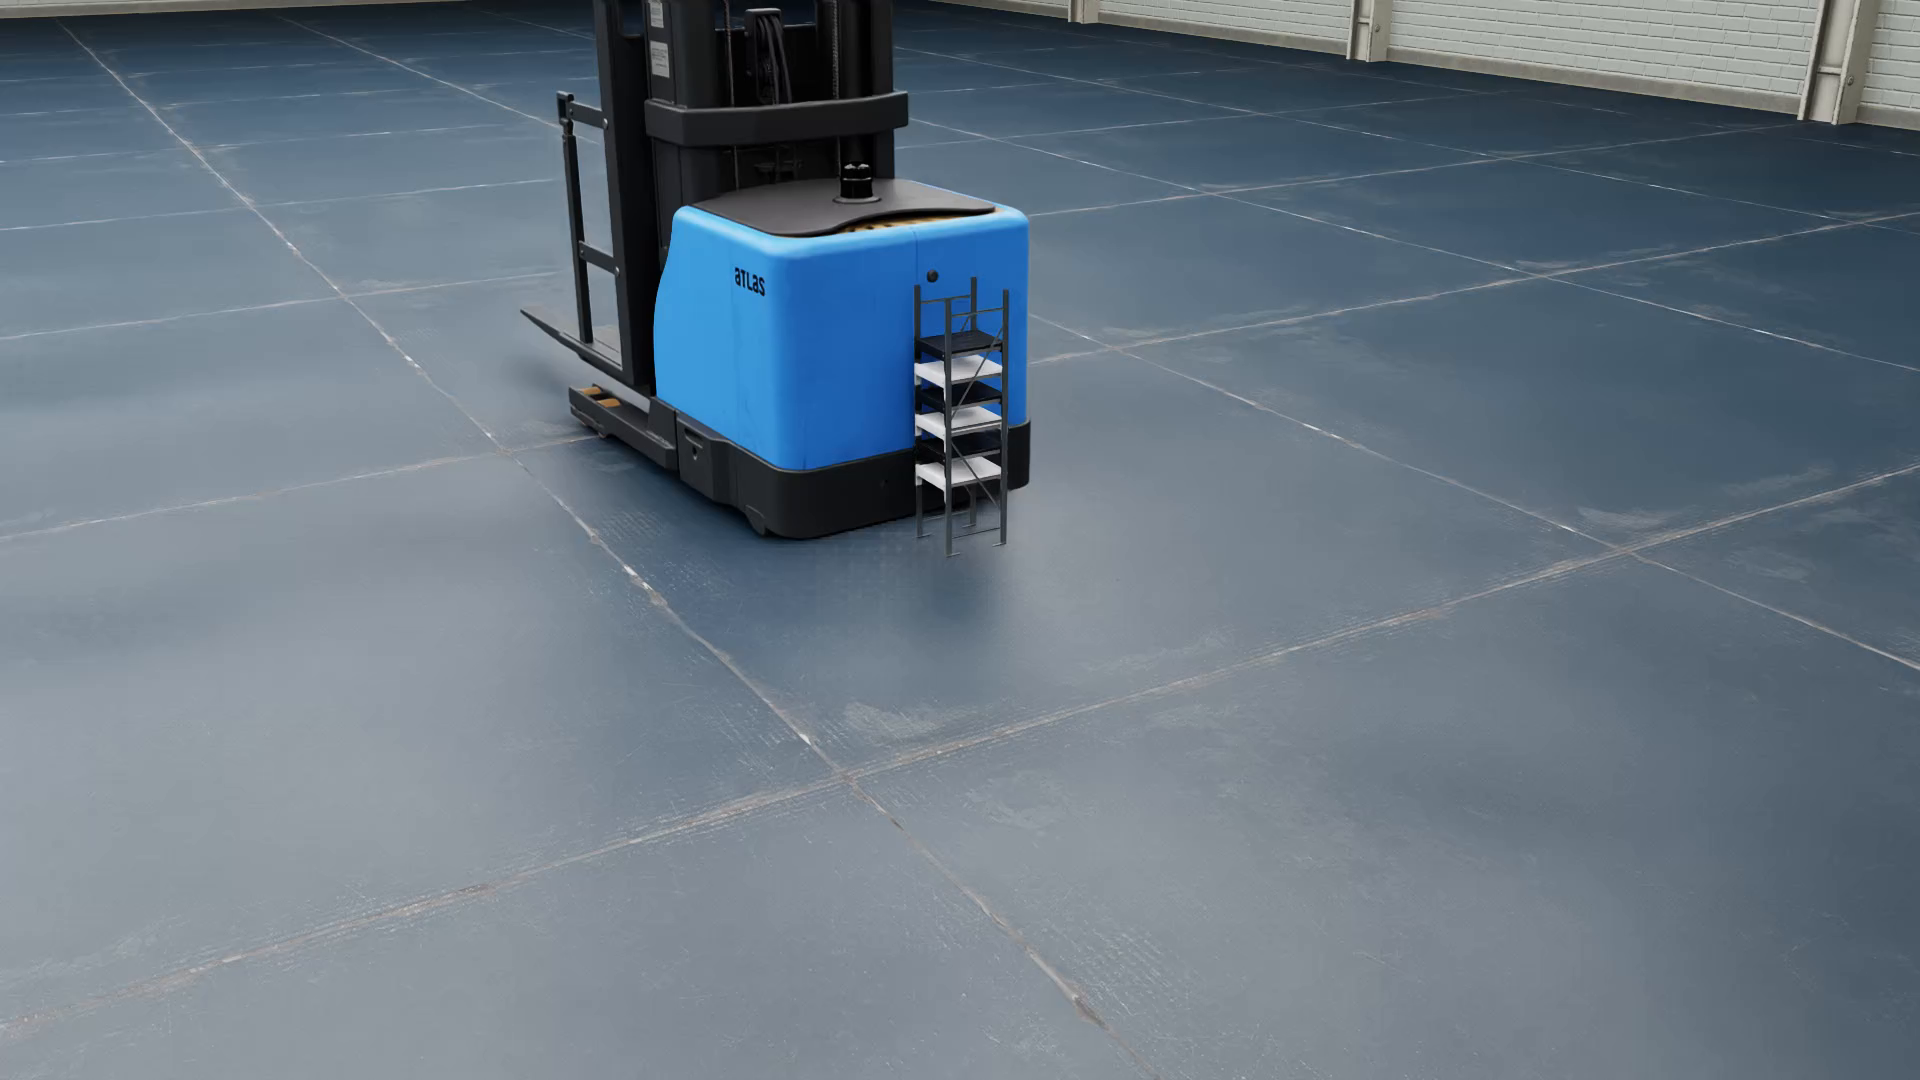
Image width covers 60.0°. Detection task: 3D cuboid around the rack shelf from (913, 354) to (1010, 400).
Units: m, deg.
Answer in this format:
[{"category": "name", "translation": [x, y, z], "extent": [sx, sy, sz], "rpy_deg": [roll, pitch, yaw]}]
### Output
[{"category": "rack shelf", "translation": [0.004, -0.550, 5.580], "extent": [0.258, 0.077, 0.200], "rpy_deg": [-13, 25, -28]}]

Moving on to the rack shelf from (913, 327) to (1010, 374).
[{"category": "rack shelf", "translation": [0.004, -0.633, 5.546], "extent": [0.258, 0.077, 0.200], "rpy_deg": [-13, 25, -28]}]

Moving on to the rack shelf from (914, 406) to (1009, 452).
[{"category": "rack shelf", "translation": [0.004, -0.383, 5.648], "extent": [0.258, 0.077, 0.200], "rpy_deg": [-13, 25, -28]}]

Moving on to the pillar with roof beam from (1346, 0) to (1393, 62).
[{"category": "pillar with roof beam", "translation": [1.215, -9.144, 16.358], "extent": [9.100, 9.000, 0.400], "rpy_deg": [-13, 25, -28]}]

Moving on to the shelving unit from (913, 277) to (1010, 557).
[{"category": "shelving unit", "translation": [0.004, -0.414, 5.636], "extent": [0.258, 0.900, 0.210], "rpy_deg": [-13, 25, -28]}]

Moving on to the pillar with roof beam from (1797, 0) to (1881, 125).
[{"category": "pillar with roof beam", "translation": [4.279, -7.202, 11.579], "extent": [9.100, 9.000, 0.400], "rpy_deg": [-13, 25, -28]}]

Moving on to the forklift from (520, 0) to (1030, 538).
[{"category": "forklift", "translation": [-0.983, -1.864, 6.504], "extent": [1.130, 2.935, 3.031], "rpy_deg": [-14, 26, -31]}]

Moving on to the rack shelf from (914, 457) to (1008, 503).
[{"category": "rack shelf", "translation": [0.004, -0.217, 5.716], "extent": [0.258, 0.077, 0.200], "rpy_deg": [-13, 25, -28]}]

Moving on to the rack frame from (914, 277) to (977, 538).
[{"category": "rack frame", "translation": [-0.048, -0.447, 5.717], "extent": [0.240, 0.900, 0.006], "rpy_deg": [-13, 25, -28]}]

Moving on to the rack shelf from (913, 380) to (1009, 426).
[{"category": "rack shelf", "translation": [0.004, -0.467, 5.614], "extent": [0.258, 0.077, 0.200], "rpy_deg": [-13, 25, -28]}]

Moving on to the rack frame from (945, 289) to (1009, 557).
[{"category": "rack frame", "translation": [0.056, -0.381, 5.555], "extent": [0.240, 0.900, 0.006], "rpy_deg": [-13, 25, -28]}]

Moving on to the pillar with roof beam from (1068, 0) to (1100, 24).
[{"category": "pillar with roof beam", "translation": [-1.850, -11.086, 21.136], "extent": [9.100, 9.000, 0.400], "rpy_deg": [-13, 25, -28]}]

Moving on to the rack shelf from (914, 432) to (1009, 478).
[{"category": "rack shelf", "translation": [0.004, -0.300, 5.682], "extent": [0.258, 0.077, 0.200], "rpy_deg": [-13, 25, -28]}]
